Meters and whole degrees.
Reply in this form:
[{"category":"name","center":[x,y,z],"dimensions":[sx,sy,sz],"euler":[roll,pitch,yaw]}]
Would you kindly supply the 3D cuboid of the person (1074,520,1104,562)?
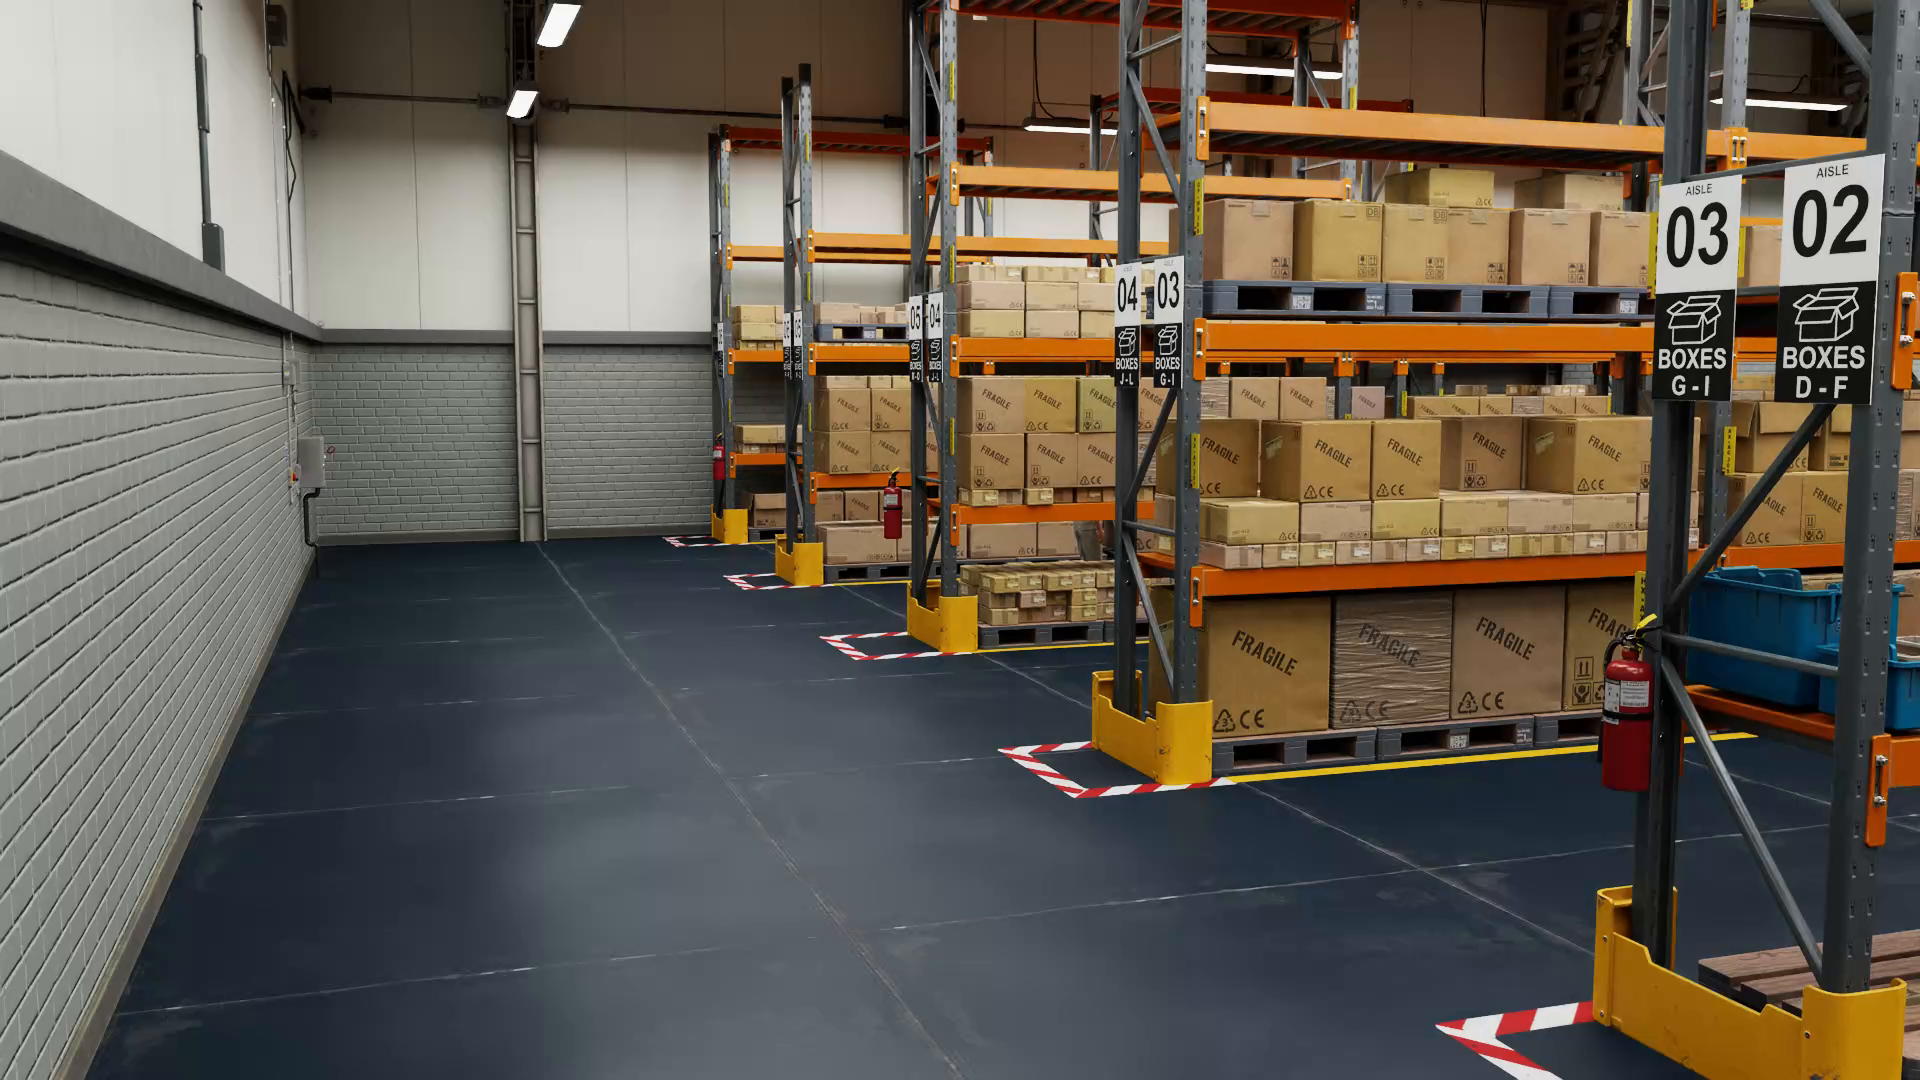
[{"category":"person","center":[1.373,-0.095,17.462],"dimensions":[0.350,1.672,0.501],"euler":[-1,6,-14]}]
